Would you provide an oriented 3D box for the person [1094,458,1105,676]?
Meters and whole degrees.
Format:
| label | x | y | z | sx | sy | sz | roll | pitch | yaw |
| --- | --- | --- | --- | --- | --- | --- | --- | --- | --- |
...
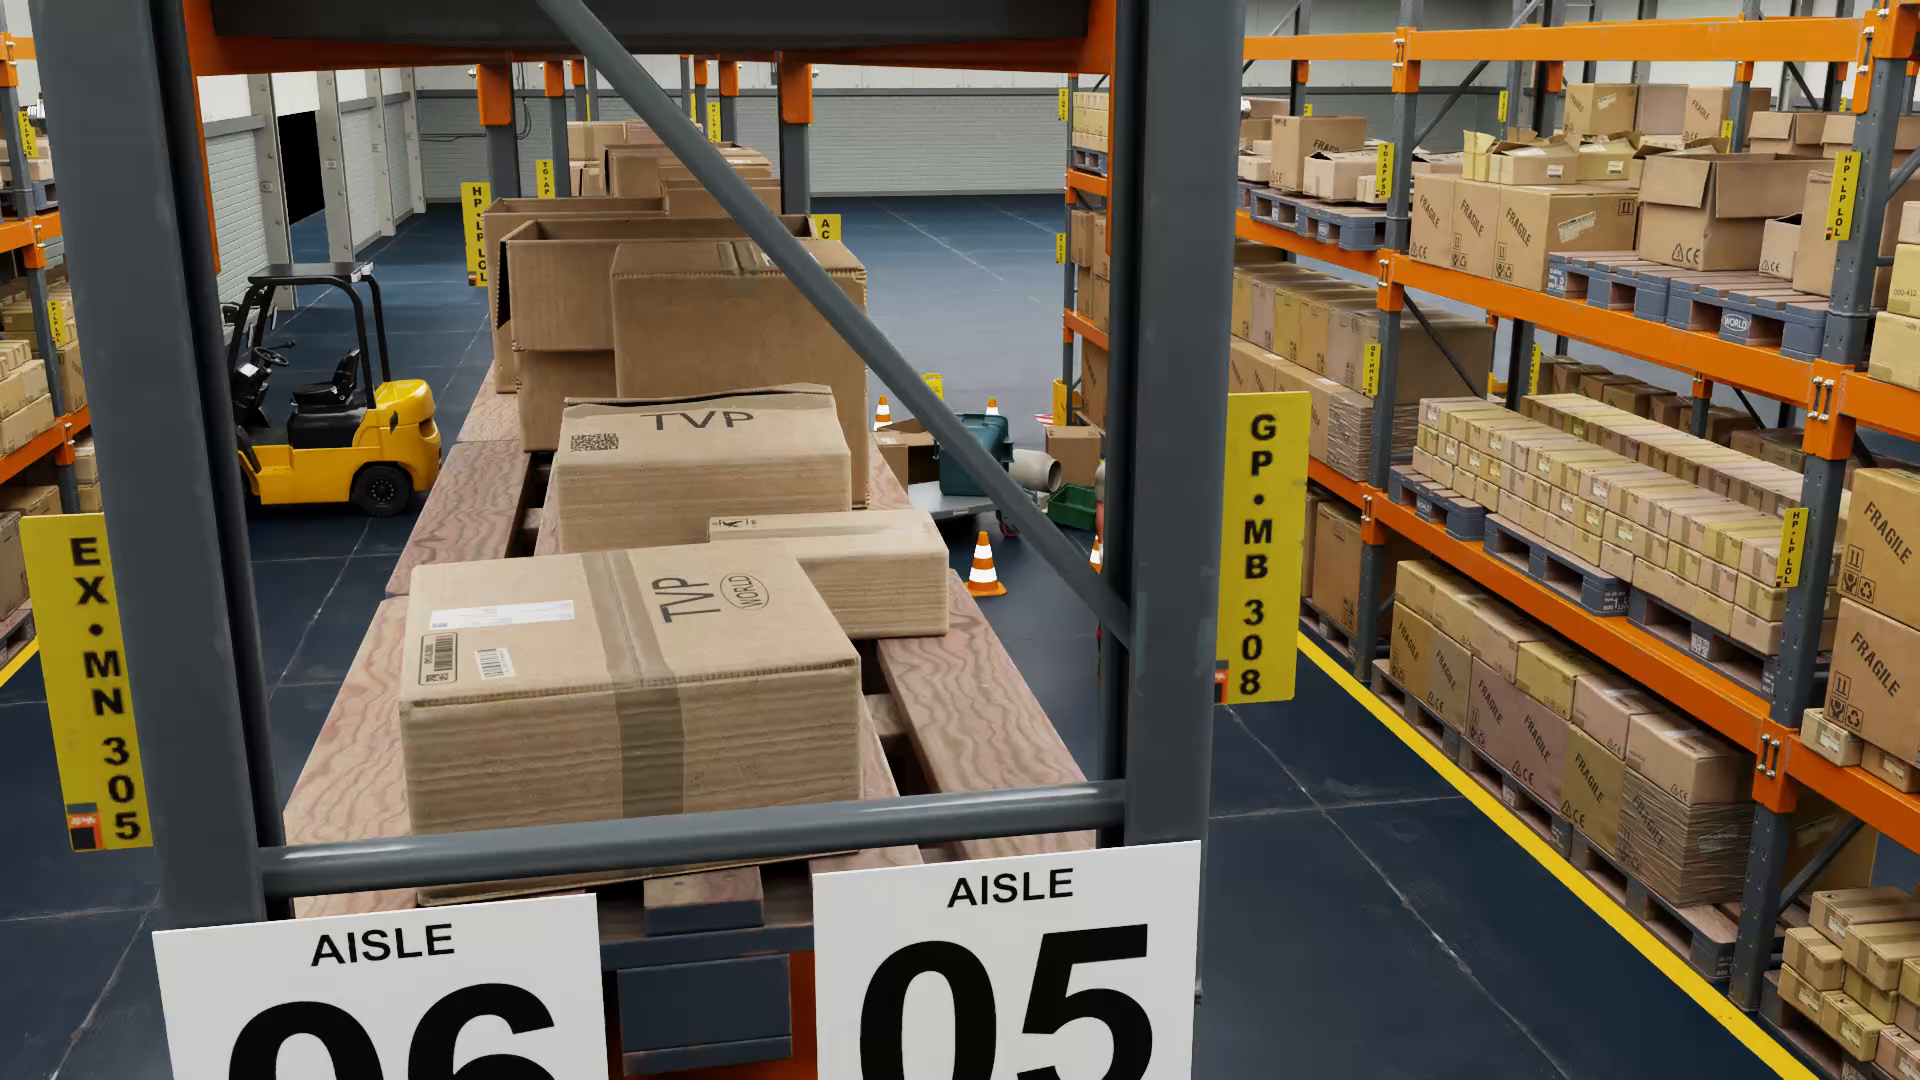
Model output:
| label | x | y | z | sx | sy | sz | roll | pitch | yaw |
| --- | --- | --- | --- | --- | --- | --- | --- | --- | --- |
| person | 1.132 | 0.173 | 10.842 | 0.527 | 1.537 | 0.345 | -3 | 16 | -9 |
